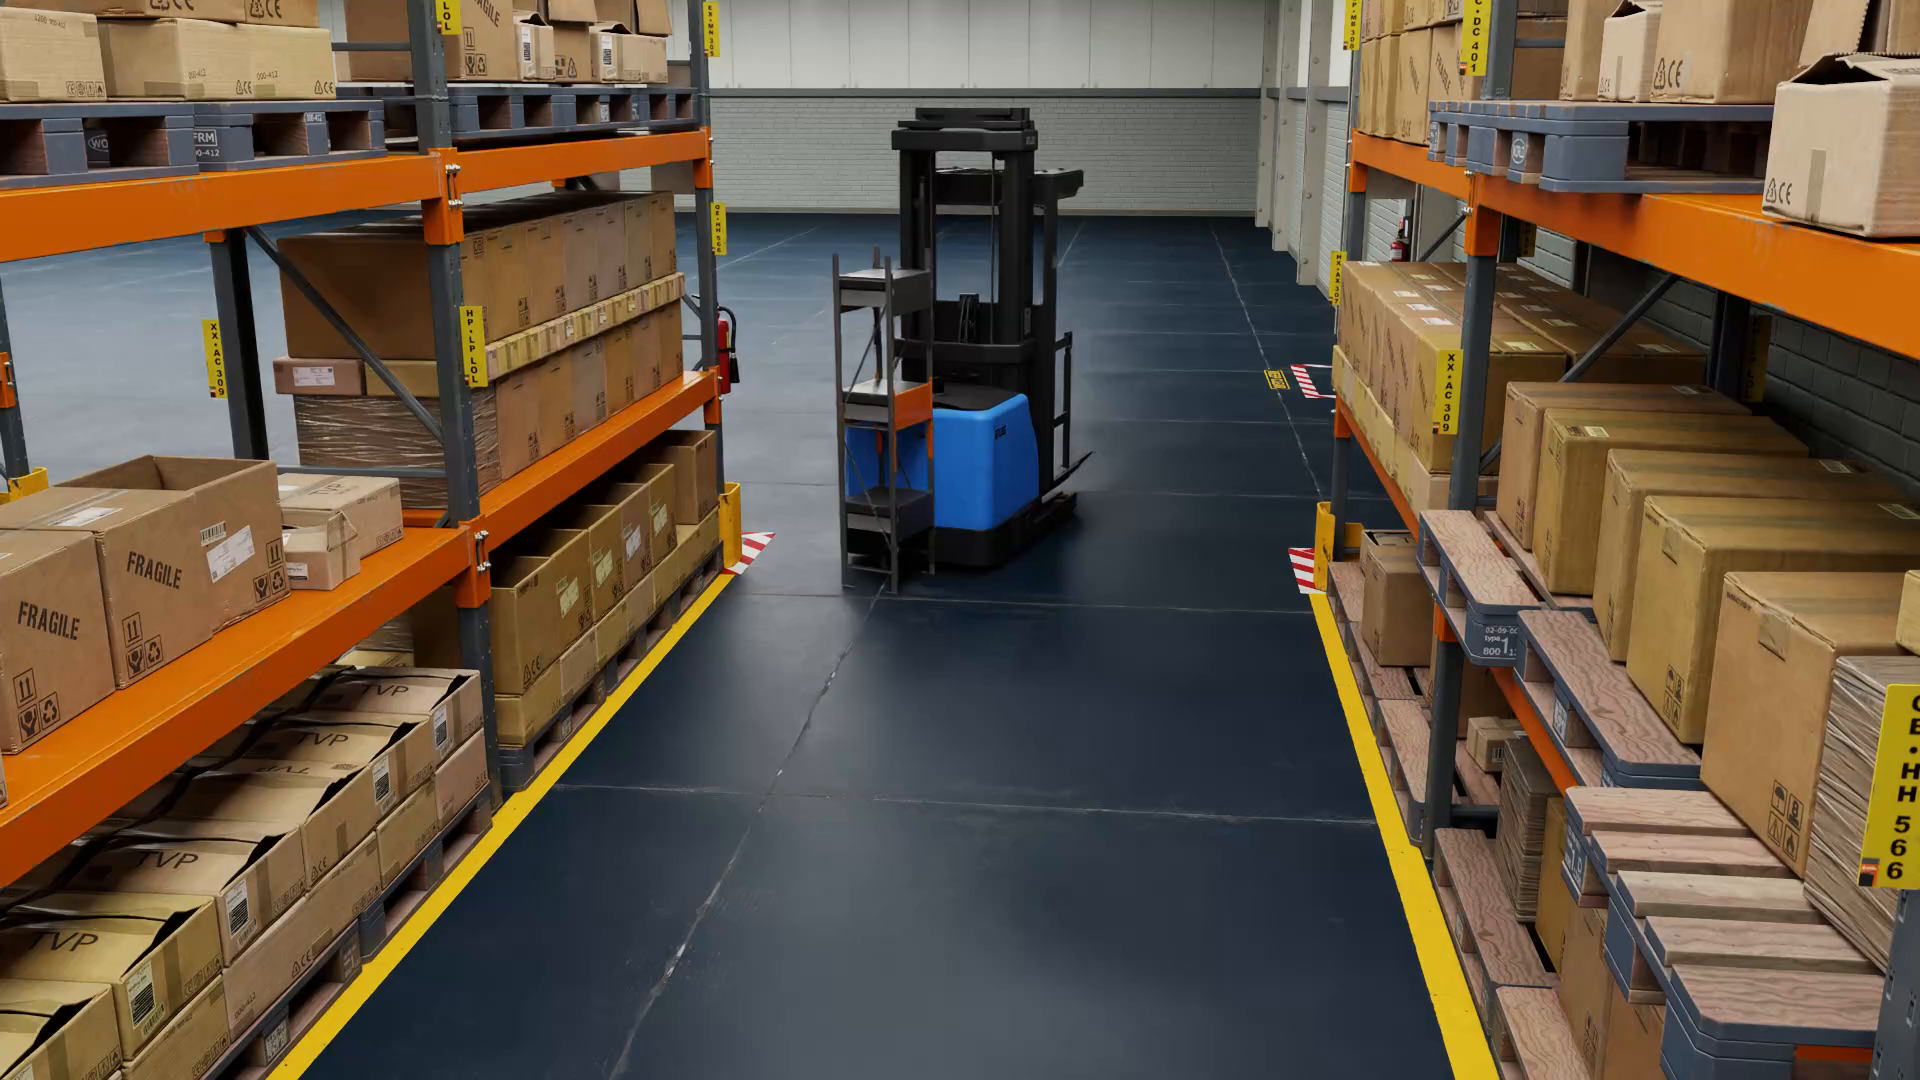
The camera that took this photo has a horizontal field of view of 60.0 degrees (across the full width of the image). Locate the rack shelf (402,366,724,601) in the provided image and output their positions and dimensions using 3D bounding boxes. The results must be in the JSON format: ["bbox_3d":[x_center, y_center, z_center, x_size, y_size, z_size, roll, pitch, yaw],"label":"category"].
[{"bbox_3d":[-2.292,-0.449,8.954,1.077,0.370,4.000,2,15,6],"label":"rack shelf"}]

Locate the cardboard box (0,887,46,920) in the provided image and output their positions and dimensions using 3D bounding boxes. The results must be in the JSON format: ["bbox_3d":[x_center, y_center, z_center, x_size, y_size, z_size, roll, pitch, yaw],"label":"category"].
[{"bbox_3d":[-3.043,1.205,4.849,0.500,0.311,0.500,2,15,6],"label":"cardboard box"}]

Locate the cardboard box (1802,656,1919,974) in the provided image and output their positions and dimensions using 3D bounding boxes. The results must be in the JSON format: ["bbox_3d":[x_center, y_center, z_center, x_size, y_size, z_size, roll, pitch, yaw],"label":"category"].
[{"bbox_3d":[1.996,0.522,2.951,0.700,0.500,0.500,0,15,0],"label":"cardboard box"}]

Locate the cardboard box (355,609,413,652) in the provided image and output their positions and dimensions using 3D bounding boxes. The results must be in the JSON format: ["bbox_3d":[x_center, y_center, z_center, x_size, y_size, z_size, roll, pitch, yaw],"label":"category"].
[{"bbox_3d":[-2.615,0.229,8.095,0.500,0.500,0.500,2,15,6],"label":"cardboard box"}]

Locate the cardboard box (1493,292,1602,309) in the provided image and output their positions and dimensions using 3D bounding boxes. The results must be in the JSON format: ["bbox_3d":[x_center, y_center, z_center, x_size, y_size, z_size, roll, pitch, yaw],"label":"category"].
[{"bbox_3d":[2.836,-0.946,8.226,0.500,0.500,0.500,2,15,7],"label":"cardboard box"}]

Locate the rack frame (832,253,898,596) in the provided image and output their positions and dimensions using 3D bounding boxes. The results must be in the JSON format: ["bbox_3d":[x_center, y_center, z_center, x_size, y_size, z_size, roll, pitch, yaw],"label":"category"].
[{"bbox_3d":[-0.578,-0.689,10.187,0.400,2.100,0.015,8,18,27],"label":"rack frame"}]

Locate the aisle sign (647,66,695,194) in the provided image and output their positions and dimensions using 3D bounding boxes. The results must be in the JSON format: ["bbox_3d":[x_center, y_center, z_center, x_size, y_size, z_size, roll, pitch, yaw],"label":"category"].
[{"bbox_3d":[-1.767,-2.578,10.470,0.394,0.787,0.004,2,15,6],"label":"aisle sign"}]

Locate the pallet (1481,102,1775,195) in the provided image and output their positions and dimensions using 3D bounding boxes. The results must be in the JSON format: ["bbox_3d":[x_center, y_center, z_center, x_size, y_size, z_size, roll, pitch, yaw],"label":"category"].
[{"bbox_3d":[2.115,-1.064,4.463,1.213,0.211,1.003,2,15,6],"label":"pallet"}]

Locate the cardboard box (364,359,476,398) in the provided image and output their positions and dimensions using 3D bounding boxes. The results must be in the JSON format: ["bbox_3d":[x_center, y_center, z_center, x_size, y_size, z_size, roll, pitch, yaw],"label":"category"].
[{"bbox_3d":[-2.295,-0.703,7.081,0.380,0.149,0.250,2,15,6],"label":"cardboard box"}]

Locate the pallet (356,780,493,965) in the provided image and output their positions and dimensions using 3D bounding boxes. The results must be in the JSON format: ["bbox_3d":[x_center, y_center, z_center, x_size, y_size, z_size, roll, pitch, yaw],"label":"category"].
[{"bbox_3d":[-2.562,1.261,6.595,1.003,0.211,1.213,2,15,6],"label":"pallet"}]

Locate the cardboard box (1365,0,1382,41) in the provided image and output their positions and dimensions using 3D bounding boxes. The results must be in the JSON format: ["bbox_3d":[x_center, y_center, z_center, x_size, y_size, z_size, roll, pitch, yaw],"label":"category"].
[{"bbox_3d":[2.464,-2.937,8.886,0.500,0.500,0.500,2,15,6],"label":"cardboard box"}]

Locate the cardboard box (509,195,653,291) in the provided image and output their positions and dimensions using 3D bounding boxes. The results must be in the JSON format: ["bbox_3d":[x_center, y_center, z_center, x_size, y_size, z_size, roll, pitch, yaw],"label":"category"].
[{"bbox_3d":[-2.192,-1.719,9.594,0.700,0.500,0.500,1,15,5],"label":"cardboard box"}]

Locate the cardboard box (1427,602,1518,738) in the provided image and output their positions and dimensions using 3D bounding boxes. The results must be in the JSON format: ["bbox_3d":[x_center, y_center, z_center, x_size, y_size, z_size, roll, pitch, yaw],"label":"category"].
[{"bbox_3d":[2.482,0.591,7.675,0.500,0.500,0.500,1,15,2],"label":"cardboard box"}]

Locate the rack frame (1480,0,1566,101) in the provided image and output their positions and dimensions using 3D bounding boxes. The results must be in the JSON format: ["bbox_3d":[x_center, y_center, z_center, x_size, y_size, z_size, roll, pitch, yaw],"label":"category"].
[{"bbox_3d":[2.404,-3.029,5.623,1.000,3.000,0.127,2,15,6],"label":"rack frame"}]

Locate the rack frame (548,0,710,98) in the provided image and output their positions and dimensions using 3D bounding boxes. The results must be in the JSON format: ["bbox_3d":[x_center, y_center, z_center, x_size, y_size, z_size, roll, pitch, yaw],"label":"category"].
[{"bbox_3d":[-2.067,-4.211,9.996,1.000,3.000,0.127,2,15,6],"label":"rack frame"}]

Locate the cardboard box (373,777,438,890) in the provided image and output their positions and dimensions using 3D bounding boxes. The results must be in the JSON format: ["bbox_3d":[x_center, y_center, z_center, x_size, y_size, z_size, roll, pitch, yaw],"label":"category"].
[{"bbox_3d":[-2.336,1.094,6.332,0.500,0.250,0.500,1,15,5],"label":"cardboard box"}]

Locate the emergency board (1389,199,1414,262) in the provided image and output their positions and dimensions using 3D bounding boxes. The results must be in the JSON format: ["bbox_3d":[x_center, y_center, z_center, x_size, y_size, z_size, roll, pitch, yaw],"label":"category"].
[{"bbox_3d":[4.630,-3.159,17.598,0.194,1.169,0.643,2,15,6],"label":"emergency board"}]

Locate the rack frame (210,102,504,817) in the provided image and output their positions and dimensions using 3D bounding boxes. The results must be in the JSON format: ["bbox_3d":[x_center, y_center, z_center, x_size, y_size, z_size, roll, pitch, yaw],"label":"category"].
[{"bbox_3d":[-2.518,-0.278,6.942,1.000,3.000,0.127,2,15,6],"label":"rack frame"}]

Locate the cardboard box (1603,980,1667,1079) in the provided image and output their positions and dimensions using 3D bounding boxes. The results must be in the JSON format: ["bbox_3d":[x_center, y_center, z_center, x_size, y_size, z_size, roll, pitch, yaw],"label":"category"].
[{"bbox_3d":[2.184,1.451,4.496,0.700,0.500,0.500,2,15,6],"label":"cardboard box"}]

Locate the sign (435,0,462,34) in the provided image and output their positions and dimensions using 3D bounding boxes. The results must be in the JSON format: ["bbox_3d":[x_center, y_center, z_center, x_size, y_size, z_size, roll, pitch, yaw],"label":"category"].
[{"bbox_3d":[-1.978,-2.114,6.392,0.100,0.325,0.005,2,15,6],"label":"sign"}]

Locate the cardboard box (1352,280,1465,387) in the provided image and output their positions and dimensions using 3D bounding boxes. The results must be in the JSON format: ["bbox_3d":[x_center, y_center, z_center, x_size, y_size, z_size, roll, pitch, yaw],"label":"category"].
[{"bbox_3d":[2.373,-1.093,8.769,0.500,0.500,0.500,1,15,4],"label":"cardboard box"}]

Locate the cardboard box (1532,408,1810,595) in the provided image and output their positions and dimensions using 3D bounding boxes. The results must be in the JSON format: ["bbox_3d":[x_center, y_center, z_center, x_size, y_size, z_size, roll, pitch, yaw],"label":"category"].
[{"bbox_3d":[2.243,-0.118,5.316,0.700,0.500,0.500,3,15,12],"label":"cardboard box"}]

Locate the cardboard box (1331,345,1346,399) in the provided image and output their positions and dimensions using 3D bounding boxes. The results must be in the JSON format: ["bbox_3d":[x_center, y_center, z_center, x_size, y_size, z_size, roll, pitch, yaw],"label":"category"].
[{"bbox_3d":[2.485,-0.990,9.826,0.500,0.250,0.500,1,15,5],"label":"cardboard box"}]

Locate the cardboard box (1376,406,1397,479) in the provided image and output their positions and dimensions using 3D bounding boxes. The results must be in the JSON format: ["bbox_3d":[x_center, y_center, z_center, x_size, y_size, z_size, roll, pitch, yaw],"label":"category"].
[{"bbox_3d":[2.263,-0.462,7.872,0.500,0.250,0.500,2,15,6],"label":"cardboard box"}]

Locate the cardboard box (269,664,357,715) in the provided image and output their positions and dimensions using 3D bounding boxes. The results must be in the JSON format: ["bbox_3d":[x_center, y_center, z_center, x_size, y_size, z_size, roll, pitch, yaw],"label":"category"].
[{"bbox_3d":[-2.812,0.676,6.804,0.500,0.311,0.500,2,15,6],"label":"cardboard box"}]

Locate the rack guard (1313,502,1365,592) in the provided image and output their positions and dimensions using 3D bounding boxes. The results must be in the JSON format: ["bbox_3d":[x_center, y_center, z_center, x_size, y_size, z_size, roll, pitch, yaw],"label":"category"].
[{"bbox_3d":[2.847,0.056,10.496,1.175,0.500,0.348,2,15,6],"label":"rack guard"}]

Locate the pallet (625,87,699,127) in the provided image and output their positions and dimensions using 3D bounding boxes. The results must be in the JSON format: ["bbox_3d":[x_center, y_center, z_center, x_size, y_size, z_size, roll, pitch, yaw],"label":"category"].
[{"bbox_3d":[-2.172,-2.538,9.723,1.003,0.211,1.213,2,15,6],"label":"pallet"}]

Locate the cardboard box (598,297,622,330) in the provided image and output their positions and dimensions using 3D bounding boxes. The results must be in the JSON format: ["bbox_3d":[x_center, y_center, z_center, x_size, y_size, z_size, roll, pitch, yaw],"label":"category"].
[{"bbox_3d":[-2.065,-1.236,9.052,0.380,0.149,0.250,2,15,8],"label":"cardboard box"}]

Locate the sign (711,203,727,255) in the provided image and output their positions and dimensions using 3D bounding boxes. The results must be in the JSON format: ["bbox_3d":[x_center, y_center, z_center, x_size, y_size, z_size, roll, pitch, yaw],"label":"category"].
[{"bbox_3d":[-1.529,-1.969,10.524,0.100,0.325,0.005,2,15,6],"label":"sign"}]

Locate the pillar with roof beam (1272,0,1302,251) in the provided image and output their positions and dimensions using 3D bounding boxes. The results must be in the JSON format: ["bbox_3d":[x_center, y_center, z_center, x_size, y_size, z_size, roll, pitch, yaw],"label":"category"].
[{"bbox_3d":[2.067,-10.210,32.183,9.100,9.000,0.400,2,15,6],"label":"pillar with roof beam"}]

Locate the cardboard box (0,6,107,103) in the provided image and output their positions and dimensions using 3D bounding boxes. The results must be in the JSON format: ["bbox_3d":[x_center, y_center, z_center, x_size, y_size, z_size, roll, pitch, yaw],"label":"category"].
[{"bbox_3d":[-2.795,-1.362,4.688,0.500,0.250,0.500,0,15,2],"label":"cardboard box"}]

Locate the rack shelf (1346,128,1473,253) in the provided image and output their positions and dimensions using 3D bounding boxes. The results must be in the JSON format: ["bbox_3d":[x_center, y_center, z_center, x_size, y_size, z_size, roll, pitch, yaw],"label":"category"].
[{"bbox_3d":[2.630,-1.752,8.027,1.077,0.370,4.000,2,15,6],"label":"rack shelf"}]

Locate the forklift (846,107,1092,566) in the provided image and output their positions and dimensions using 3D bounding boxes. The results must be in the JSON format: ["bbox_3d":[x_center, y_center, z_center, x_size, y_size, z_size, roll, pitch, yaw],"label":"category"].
[{"bbox_3d":[0.227,-1.584,11.906,1.130,2.935,3.031,6,16,20],"label":"forklift"}]

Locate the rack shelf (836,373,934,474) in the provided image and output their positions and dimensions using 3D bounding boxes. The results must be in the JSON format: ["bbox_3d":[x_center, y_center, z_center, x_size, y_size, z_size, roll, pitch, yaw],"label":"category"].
[{"bbox_3d":[-0.464,-0.736,10.398,0.431,0.518,0.480,8,18,27],"label":"rack shelf"}]

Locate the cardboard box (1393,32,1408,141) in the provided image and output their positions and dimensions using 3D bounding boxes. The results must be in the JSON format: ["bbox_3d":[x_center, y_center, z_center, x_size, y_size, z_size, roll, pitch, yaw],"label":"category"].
[{"bbox_3d":[2.380,-2.184,8.016,0.500,0.500,0.500,3,15,10],"label":"cardboard box"}]

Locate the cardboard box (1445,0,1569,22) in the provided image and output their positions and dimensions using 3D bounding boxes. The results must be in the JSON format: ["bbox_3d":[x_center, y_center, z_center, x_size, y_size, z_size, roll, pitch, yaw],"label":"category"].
[{"bbox_3d":[2.192,-2.259,6.378,0.500,0.500,0.500,0,15,1],"label":"cardboard box"}]

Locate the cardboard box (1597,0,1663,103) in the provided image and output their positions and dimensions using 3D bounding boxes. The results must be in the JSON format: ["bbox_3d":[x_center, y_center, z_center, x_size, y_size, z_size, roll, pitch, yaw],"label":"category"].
[{"bbox_3d":[2.194,-1.441,4.865,0.500,0.311,0.500,2,15,8],"label":"cardboard box"}]

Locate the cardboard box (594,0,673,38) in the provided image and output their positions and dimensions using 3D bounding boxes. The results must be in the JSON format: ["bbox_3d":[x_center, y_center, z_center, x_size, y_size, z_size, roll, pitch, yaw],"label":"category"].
[{"bbox_3d":[-2.136,-2.934,9.750,0.797,0.503,0.637,3,15,10],"label":"cardboard box"}]

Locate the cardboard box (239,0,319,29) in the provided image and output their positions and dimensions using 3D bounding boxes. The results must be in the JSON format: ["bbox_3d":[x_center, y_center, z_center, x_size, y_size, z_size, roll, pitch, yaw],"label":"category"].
[{"bbox_3d":[-2.627,-2.059,5.830,0.500,0.500,0.500,2,15,7],"label":"cardboard box"}]

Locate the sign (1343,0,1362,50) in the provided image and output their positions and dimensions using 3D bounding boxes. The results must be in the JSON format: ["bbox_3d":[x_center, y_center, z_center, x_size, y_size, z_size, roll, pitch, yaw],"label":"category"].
[{"bbox_3d":[2.317,-3.056,9.796,0.100,0.325,0.005,2,15,6],"label":"sign"}]

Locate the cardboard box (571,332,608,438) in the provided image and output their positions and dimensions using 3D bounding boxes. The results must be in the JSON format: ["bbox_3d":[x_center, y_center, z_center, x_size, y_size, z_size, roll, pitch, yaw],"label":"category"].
[{"bbox_3d":[-2.304,-0.841,8.834,0.700,0.500,0.500,2,15,8],"label":"cardboard box"}]

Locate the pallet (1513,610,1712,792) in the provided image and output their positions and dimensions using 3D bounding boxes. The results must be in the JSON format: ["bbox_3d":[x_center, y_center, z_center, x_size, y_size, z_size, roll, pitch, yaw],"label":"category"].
[{"bbox_3d":[2.136,0.483,4.498,1.003,0.211,1.213,2,15,6],"label":"pallet"}]

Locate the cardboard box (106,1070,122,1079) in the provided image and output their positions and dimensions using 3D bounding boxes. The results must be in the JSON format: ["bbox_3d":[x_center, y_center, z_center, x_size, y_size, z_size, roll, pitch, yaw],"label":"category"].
[{"bbox_3d":[-2.563,1.627,4.362,0.500,0.250,0.500,1,15,5],"label":"cardboard box"}]

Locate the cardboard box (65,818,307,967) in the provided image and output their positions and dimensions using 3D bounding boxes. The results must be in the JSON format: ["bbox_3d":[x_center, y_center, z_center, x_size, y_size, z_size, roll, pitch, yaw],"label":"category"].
[{"bbox_3d":[-2.450,1.084,5.294,0.500,0.311,0.500,2,15,6],"label":"cardboard box"}]

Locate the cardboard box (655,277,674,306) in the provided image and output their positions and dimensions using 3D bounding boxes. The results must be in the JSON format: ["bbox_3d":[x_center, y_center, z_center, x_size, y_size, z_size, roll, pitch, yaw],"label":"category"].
[{"bbox_3d":[-1.949,-1.504,10.043,0.380,0.149,0.250,2,15,8],"label":"cardboard box"}]

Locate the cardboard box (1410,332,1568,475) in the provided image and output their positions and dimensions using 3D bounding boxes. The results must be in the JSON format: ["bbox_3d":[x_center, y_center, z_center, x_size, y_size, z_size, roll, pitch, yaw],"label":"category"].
[{"bbox_3d":[2.151,-0.564,6.812,0.500,0.500,0.500,2,15,6],"label":"cardboard box"}]

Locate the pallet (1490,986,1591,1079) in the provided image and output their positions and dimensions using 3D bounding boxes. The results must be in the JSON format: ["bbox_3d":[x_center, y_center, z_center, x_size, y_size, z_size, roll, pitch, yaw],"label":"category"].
[{"bbox_3d":[2.183,1.733,4.850,1.003,0.211,1.213,2,15,6],"label":"pallet"}]

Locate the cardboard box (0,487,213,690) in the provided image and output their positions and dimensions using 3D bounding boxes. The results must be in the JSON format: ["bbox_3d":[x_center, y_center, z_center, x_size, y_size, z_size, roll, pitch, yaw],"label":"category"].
[{"bbox_3d":[-2.737,0.139,5.209,0.500,0.500,0.500,2,15,6],"label":"cardboard box"}]

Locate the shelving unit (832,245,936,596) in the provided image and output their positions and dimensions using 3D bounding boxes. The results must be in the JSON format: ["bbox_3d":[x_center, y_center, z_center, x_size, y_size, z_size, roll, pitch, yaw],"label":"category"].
[{"bbox_3d":[-0.464,-0.749,10.394,0.431,2.100,0.503,8,18,27],"label":"shelving unit"}]

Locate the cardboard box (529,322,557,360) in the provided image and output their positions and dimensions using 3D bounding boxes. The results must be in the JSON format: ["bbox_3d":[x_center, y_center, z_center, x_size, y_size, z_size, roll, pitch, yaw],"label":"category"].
[{"bbox_3d":[-2.181,-0.968,8.061,0.380,0.149,0.250,1,15,4],"label":"cardboard box"}]

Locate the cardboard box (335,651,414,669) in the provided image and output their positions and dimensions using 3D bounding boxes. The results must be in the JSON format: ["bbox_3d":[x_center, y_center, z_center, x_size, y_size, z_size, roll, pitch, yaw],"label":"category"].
[{"bbox_3d":[-2.683,0.720,7.715,0.500,0.250,0.500,2,15,6],"label":"cardboard box"}]

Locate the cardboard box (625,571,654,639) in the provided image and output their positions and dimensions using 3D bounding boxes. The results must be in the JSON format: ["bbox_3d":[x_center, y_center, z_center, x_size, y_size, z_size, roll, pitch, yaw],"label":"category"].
[{"bbox_3d":[-1.991,0.347,9.096,0.500,0.250,0.500,2,15,6],"label":"cardboard box"}]

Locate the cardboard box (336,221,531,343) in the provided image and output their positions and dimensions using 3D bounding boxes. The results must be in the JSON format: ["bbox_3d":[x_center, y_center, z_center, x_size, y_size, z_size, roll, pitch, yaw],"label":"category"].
[{"bbox_3d":[-2.418,-1.198,7.671,0.700,0.500,0.500,2,15,6],"label":"cardboard box"}]

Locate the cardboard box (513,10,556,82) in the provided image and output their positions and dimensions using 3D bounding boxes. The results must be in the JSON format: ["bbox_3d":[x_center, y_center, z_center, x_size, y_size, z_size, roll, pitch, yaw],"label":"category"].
[{"bbox_3d":[-2.138,-2.216,7.461,0.500,0.311,0.500,1,15,3],"label":"cardboard box"}]

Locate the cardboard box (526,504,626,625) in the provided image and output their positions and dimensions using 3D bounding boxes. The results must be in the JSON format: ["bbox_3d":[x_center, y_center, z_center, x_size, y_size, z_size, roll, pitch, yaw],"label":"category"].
[{"bbox_3d":[-2.042,0.115,8.518,0.500,0.500,0.500,2,15,6],"label":"cardboard box"}]
